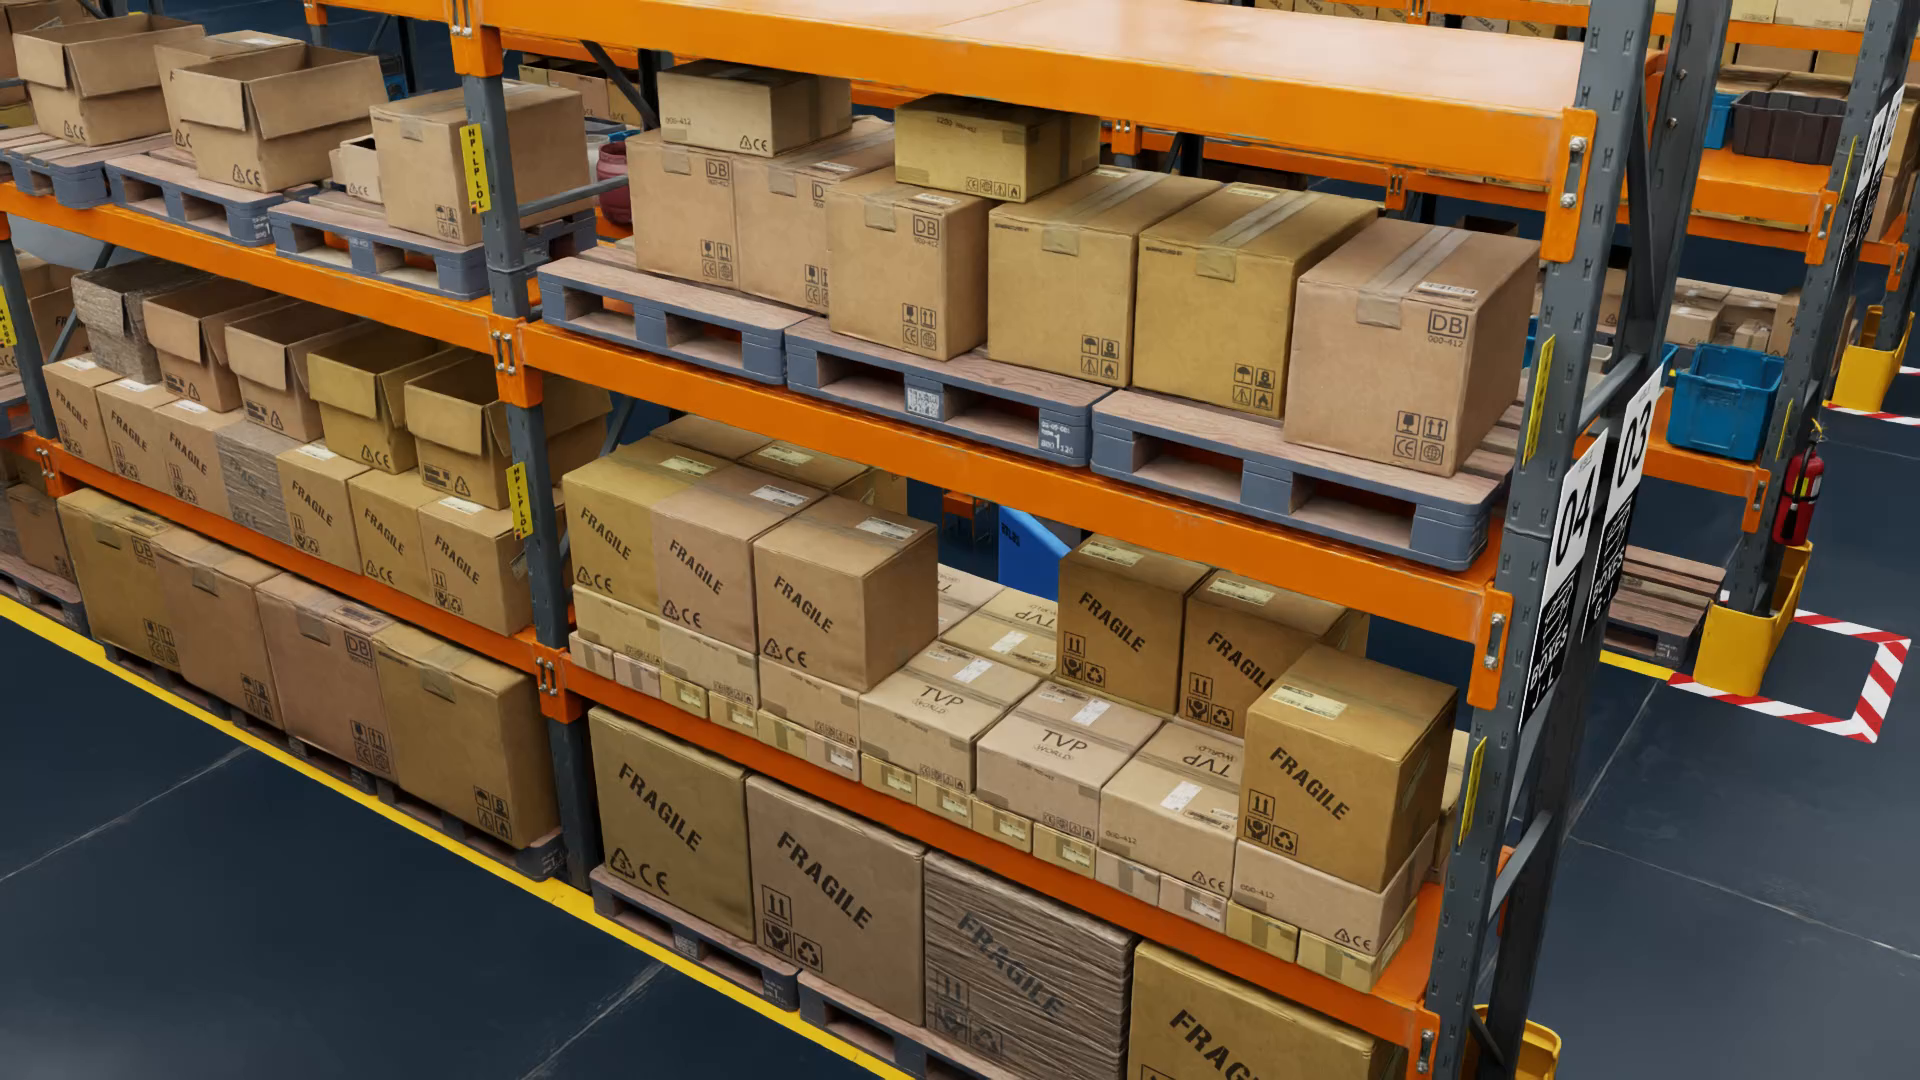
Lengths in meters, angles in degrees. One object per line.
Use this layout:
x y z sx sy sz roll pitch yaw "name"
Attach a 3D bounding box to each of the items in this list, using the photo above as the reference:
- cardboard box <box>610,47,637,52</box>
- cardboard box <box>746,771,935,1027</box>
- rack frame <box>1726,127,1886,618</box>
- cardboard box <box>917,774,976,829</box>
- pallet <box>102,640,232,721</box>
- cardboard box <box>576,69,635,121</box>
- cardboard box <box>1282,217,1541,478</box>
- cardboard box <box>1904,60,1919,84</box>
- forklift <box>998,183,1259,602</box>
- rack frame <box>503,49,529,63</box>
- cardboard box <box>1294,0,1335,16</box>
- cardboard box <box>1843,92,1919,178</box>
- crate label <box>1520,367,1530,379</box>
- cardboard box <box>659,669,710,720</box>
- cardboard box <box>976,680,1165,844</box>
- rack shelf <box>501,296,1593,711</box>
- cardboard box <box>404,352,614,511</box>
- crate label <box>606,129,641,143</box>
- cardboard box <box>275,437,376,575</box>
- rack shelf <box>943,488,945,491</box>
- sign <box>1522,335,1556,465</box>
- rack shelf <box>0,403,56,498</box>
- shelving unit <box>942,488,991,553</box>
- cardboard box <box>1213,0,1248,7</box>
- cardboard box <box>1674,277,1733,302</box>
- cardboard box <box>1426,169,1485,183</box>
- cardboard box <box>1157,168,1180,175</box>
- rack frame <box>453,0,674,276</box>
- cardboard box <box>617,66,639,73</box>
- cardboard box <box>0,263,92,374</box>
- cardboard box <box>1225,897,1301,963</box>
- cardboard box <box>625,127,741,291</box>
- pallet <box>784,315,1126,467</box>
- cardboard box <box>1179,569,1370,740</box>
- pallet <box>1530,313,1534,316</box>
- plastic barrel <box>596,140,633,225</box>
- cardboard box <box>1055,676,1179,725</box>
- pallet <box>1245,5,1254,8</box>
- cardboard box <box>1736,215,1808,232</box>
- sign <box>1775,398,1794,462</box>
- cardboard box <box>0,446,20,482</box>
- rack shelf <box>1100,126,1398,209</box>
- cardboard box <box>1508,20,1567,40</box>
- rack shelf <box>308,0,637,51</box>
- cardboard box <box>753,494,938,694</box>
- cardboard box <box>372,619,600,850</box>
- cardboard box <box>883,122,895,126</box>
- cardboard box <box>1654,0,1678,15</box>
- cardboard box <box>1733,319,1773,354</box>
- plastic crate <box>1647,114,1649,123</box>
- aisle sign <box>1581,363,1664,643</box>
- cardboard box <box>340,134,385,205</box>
-3.711 -6.061 19.517 0.500 0.500 0.700 18 32 31 "cardboard box"
-0.269 1.305 7.031 0.875 0.875 0.875 17 32 30 "cardboard box"
4.592 -0.709 9.111 0.127 3.000 1.000 17 32 30 "rack frame"
0.048 0.893 6.239 0.250 0.149 0.380 18 32 31 "cardboard box"
-4.199 0.561 9.688 1.213 0.211 1.003 17 32 30 "pallet"
-4.238 -5.358 19.987 0.500 0.500 0.500 17 32 30 "cardboard box"
1.329 -0.584 4.874 0.500 0.500 0.700 15 31 27 "cardboard box"
9.775 -4.674 16.571 0.700 0.700 0.980 19 33 33 "cardboard box"
1.296 -0.095 7.979 1.130 2.935 3.031 -12 29 -23 "forklift"
-5.789 -6.669 20.821 0.127 3.000 1.000 17 32 30 "rack frame"
4.289 -6.295 19.627 0.500 0.500 0.500 18 32 32 "cardboard box"
6.877 -3.062 12.521 0.500 0.500 0.500 17 32 30 "cardboard box"
3.343 -0.903 9.715 0.243 0.136 0.396 17 32 30 "crate label"
-1.020 0.562 6.889 0.250 0.149 0.380 18 32 32 "cardboard box"
0.401 0.790 6.001 0.500 0.250 0.500 16 31 29 "cardboard box"
0.139 -0.388 5.964 4.000 0.370 1.077 17 32 30 "rack shelf"
-2.040 -0.538 7.557 0.637 0.503 0.797 16 31 29 "cardboard box"
-2.668 -3.136 13.840 0.616 0.435 0.502 17 32 30 "crate label"
-2.888 -0.209 8.017 0.500 0.500 0.500 17 31 30 "cardboard box"
0.044 -0.445 10.764 0.240 0.259 0.215 17 32 30 "rack shelf"
1.469 -0.355 4.218 0.005 0.325 0.100 17 32 30 "sign"
-6.455 -1.105 10.681 4.000 0.370 1.077 17 32 30 "rack shelf"
0.044 -0.454 10.759 0.252 1.050 0.215 17 32 30 "shelving unit"
3.214 -6.825 20.533 0.500 0.500 0.700 13 30 24 "cardboard box"
6.288 -2.033 14.259 0.500 0.250 0.500 17 32 30 "cardboard box"
4.368 -3.399 14.286 0.500 0.500 0.500 18 32 32 "cardboard box"
2.136 -3.411 16.691 0.500 0.500 0.500 16 31 29 "cardboard box"
-1.509 -2.559 6.130 0.127 3.000 1.000 17 32 30 "rack frame"
-3.934 -5.558 20.381 0.500 0.500 0.500 17 32 30 "cardboard box"
-5.274 -1.268 9.634 0.500 0.500 0.500 13 30 24 "cardboard box"
1.093 1.220 5.597 0.250 0.149 0.380 18 32 31 "cardboard box"
-0.830 -1.320 6.319 0.500 0.500 0.700 15 31 27 "cardboard box"
0.161 -0.655 5.794 1.213 0.211 1.003 17 32 30 "pallet"
1.133 0.390 5.962 0.500 0.500 0.500 16 31 29 "cardboard box"
4.668 -2.168 15.052 1.213 0.211 1.003 17 32 30 "pallet"
-2.556 -2.830 13.128 0.708 0.536 0.600 17 32 30 "plastic barrel"
0.701 0.591 6.393 0.500 0.250 0.500 16 31 29 "cardboard box"
2.959 -6.525 20.750 1.003 0.211 1.213 17 32 30 "pallet"
6.447 -2.750 13.011 0.500 0.500 0.500 18 32 31 "cardboard box"
4.294 -0.572 8.662 0.005 0.325 0.100 17 32 30 "sign"
-5.819 -0.622 10.382 0.500 0.250 0.500 22 34 36 "cardboard box"
2.454 -3.781 15.939 4.000 0.370 1.077 17 32 30 "rack shelf"
6.381 -5.651 18.360 0.500 0.500 0.500 17 31 30 "cardboard box"
-3.651 -4.294 13.640 4.000 0.370 1.077 17 32 30 "rack shelf"
-0.426 0.195 6.344 0.500 0.500 0.500 16 31 29 "cardboard box"
-2.048 0.718 8.186 0.875 0.875 1.225 17 32 30 "cardboard box"
-0.741 -4.466 18.443 0.500 0.311 0.500 17 31 30 "cardboard box"
5.598 -4.254 12.934 0.500 0.250 0.500 17 32 30 "cardboard box"
6.529 -1.679 13.655 0.250 0.166 0.380 17 32 30 "cardboard box"
3.617 -2.098 8.767 0.336 0.188 0.450 17 32 30 "plastic crate"
2.017 -0.110 5.067 0.004 0.787 0.394 17 32 30 "aisle sign"
-2.363 -1.685 7.355 0.500 0.311 0.500 16 31 29 "cardboard box"
